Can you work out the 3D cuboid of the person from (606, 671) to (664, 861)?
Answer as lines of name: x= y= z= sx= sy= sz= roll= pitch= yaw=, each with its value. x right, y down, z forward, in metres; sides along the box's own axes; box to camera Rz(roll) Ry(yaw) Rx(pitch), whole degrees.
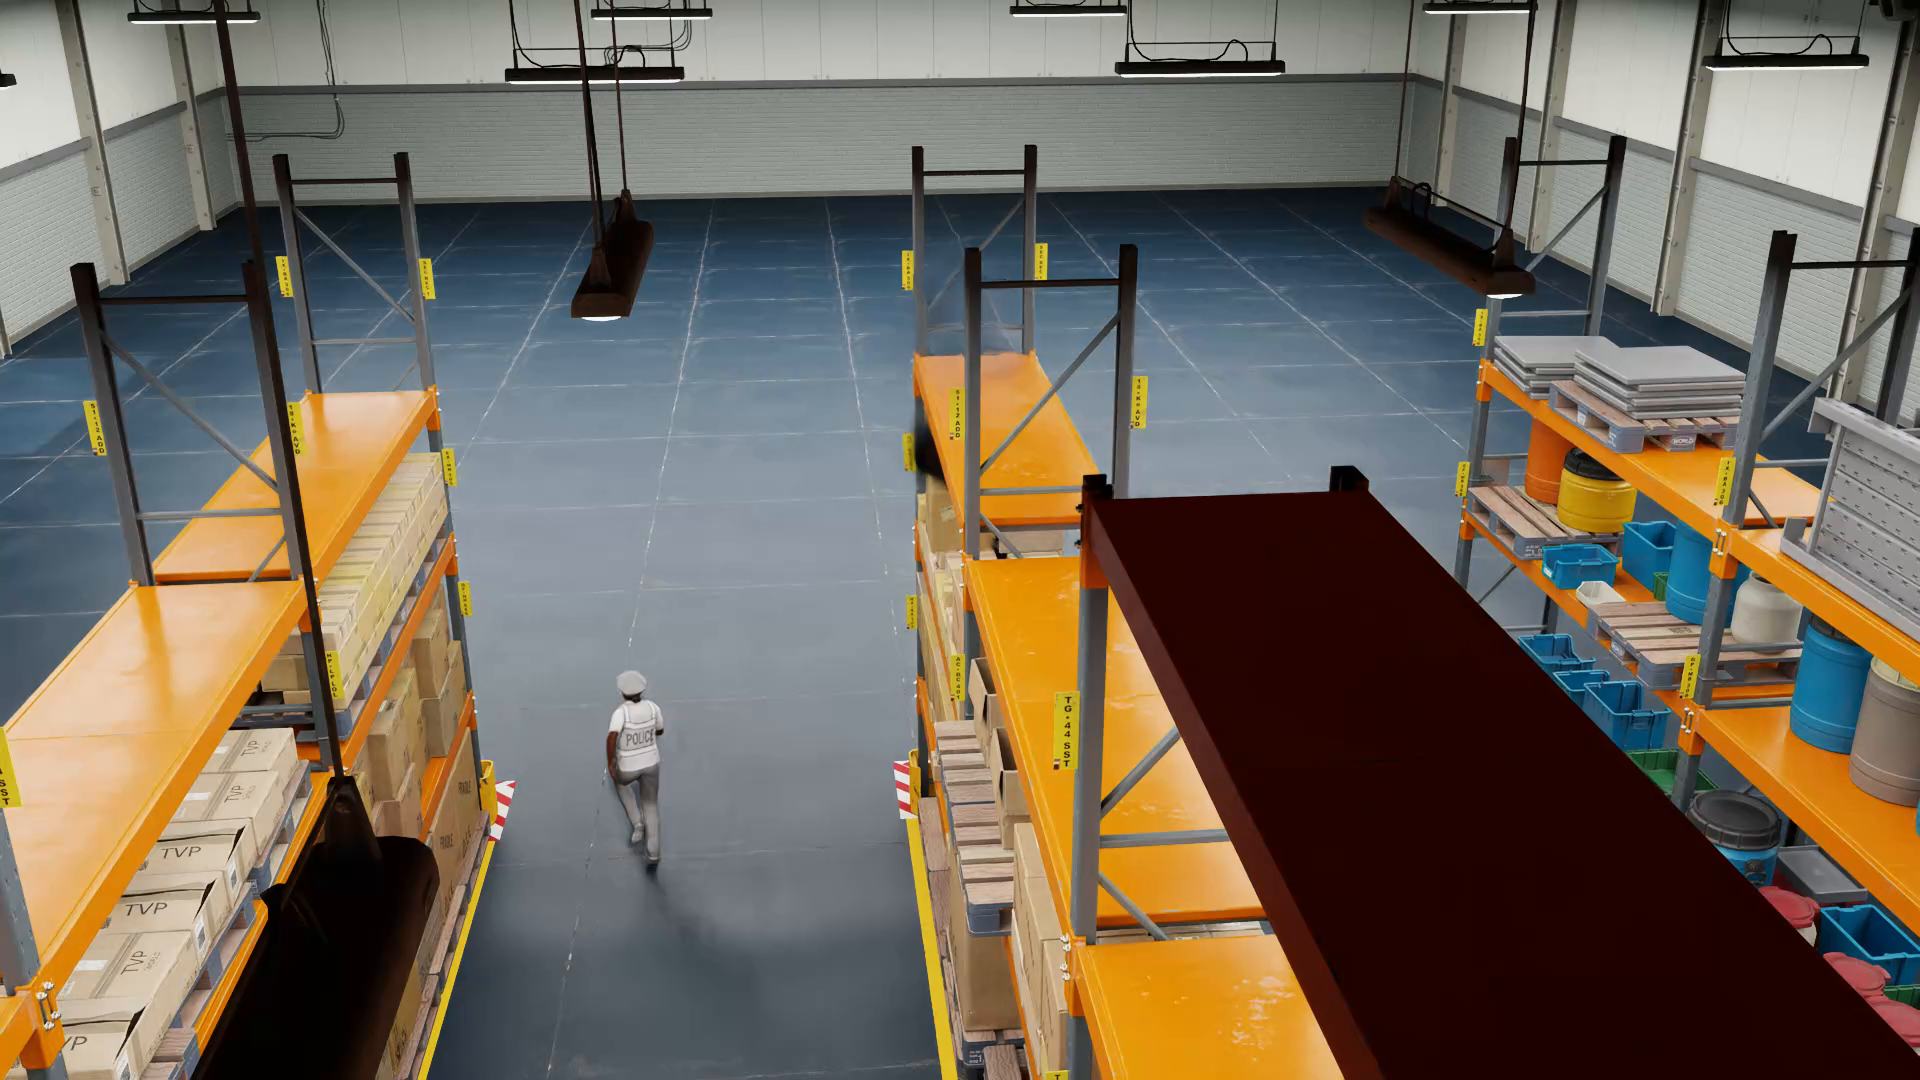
person: x=-2.816 y=1.950 z=14.422 sx=0.605 sy=1.665 sz=0.790 roll=-12 pitch=25 yaw=-28
